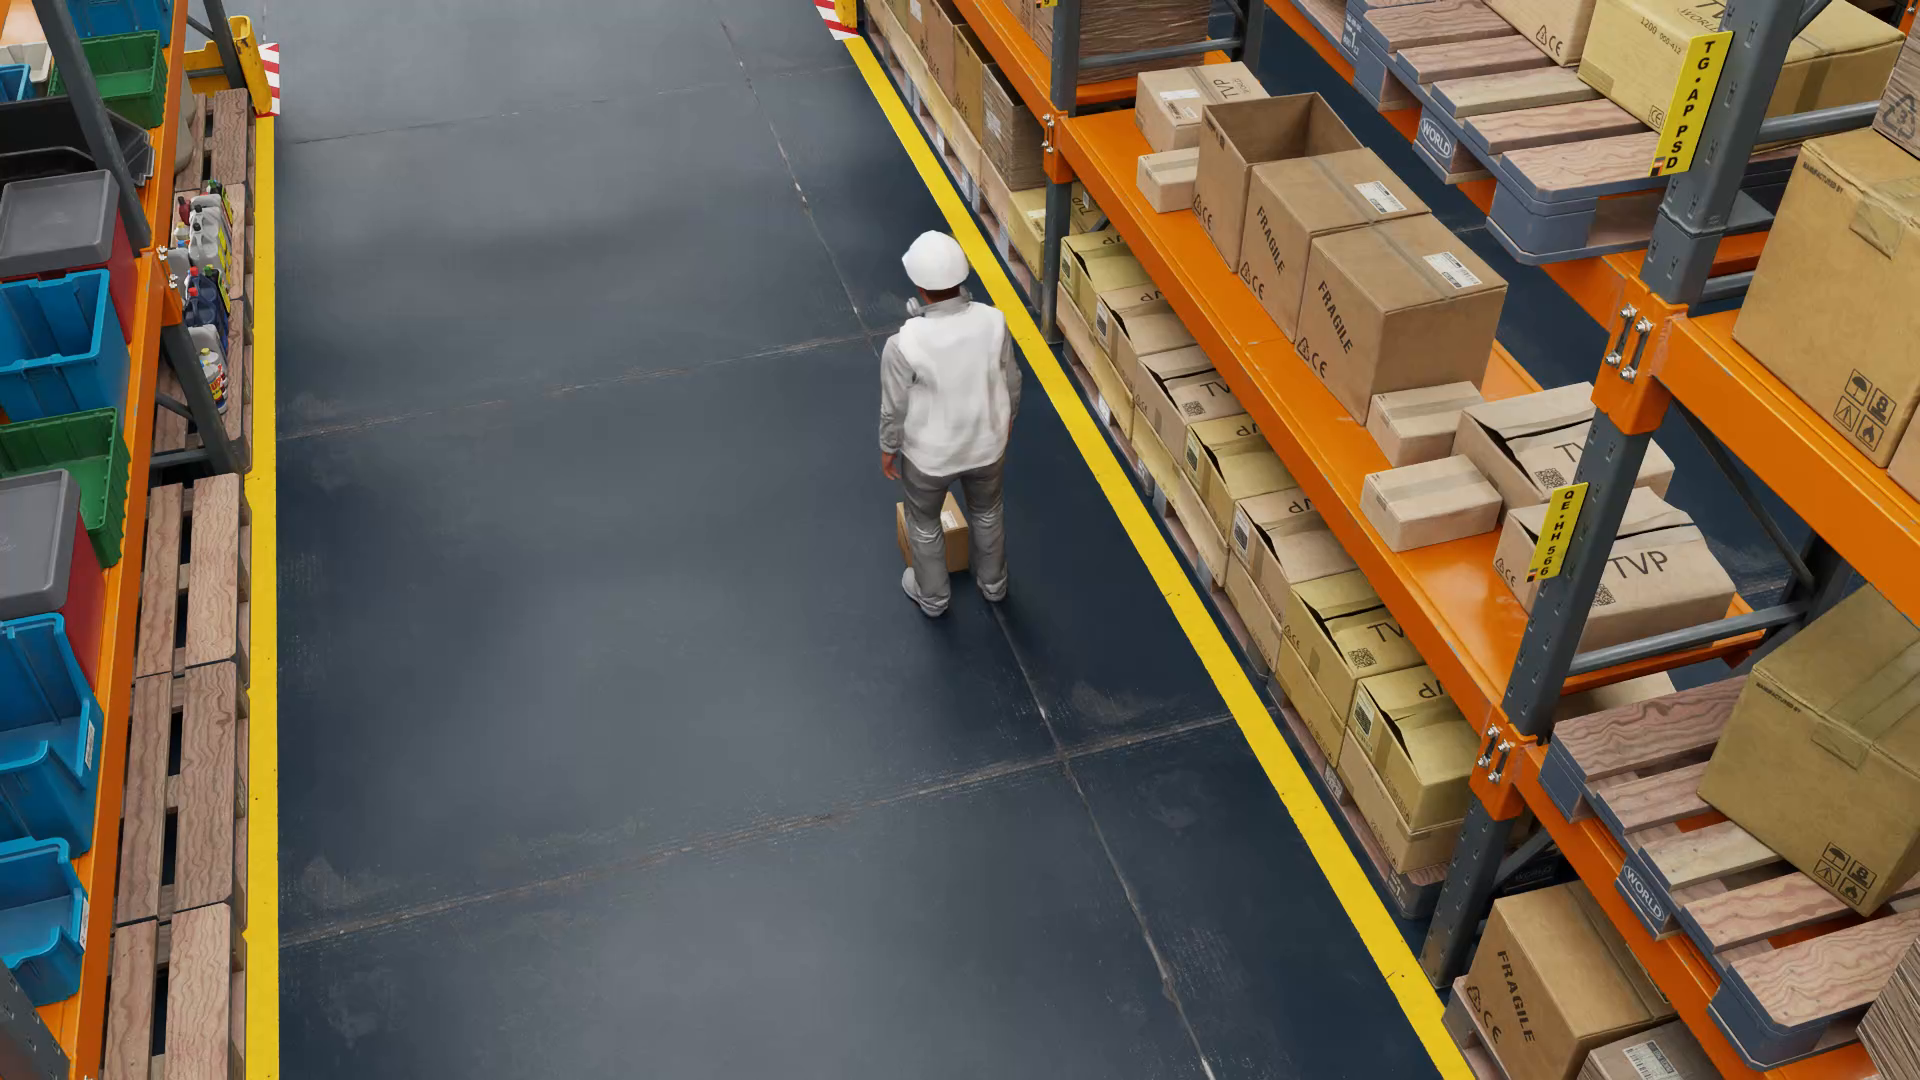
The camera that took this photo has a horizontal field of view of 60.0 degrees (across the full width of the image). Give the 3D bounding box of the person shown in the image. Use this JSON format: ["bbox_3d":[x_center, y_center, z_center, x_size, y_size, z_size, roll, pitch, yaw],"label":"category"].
[{"bbox_3d":[-0.041,-0.416,6.603,0.592,1.771,0.465,-14,44,-15],"label":"person"}]
